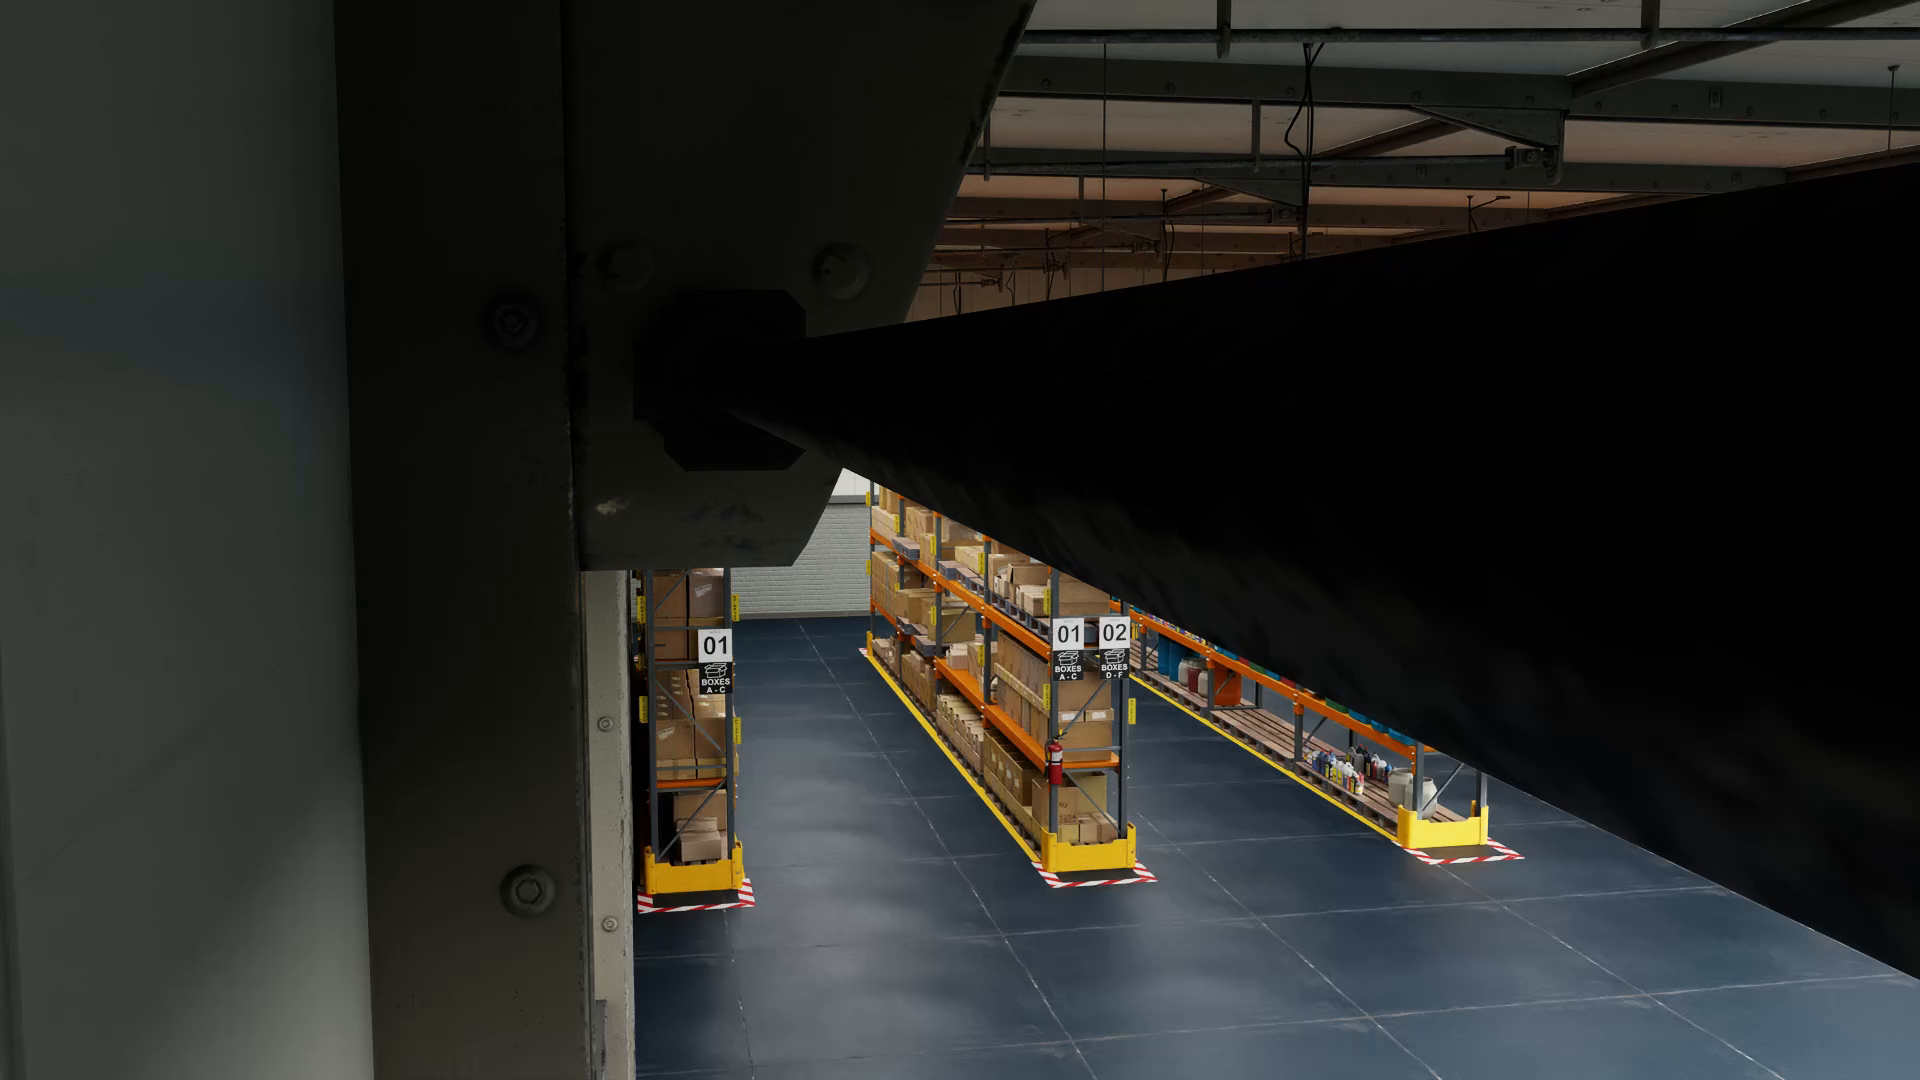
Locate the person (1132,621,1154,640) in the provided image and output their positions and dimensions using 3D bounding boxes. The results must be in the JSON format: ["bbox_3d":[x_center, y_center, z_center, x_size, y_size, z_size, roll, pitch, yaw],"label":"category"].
[{"bbox_3d":[4.144,1.470,38.525,0.705,1.723,0.737,3,7,30],"label":"person"}]
